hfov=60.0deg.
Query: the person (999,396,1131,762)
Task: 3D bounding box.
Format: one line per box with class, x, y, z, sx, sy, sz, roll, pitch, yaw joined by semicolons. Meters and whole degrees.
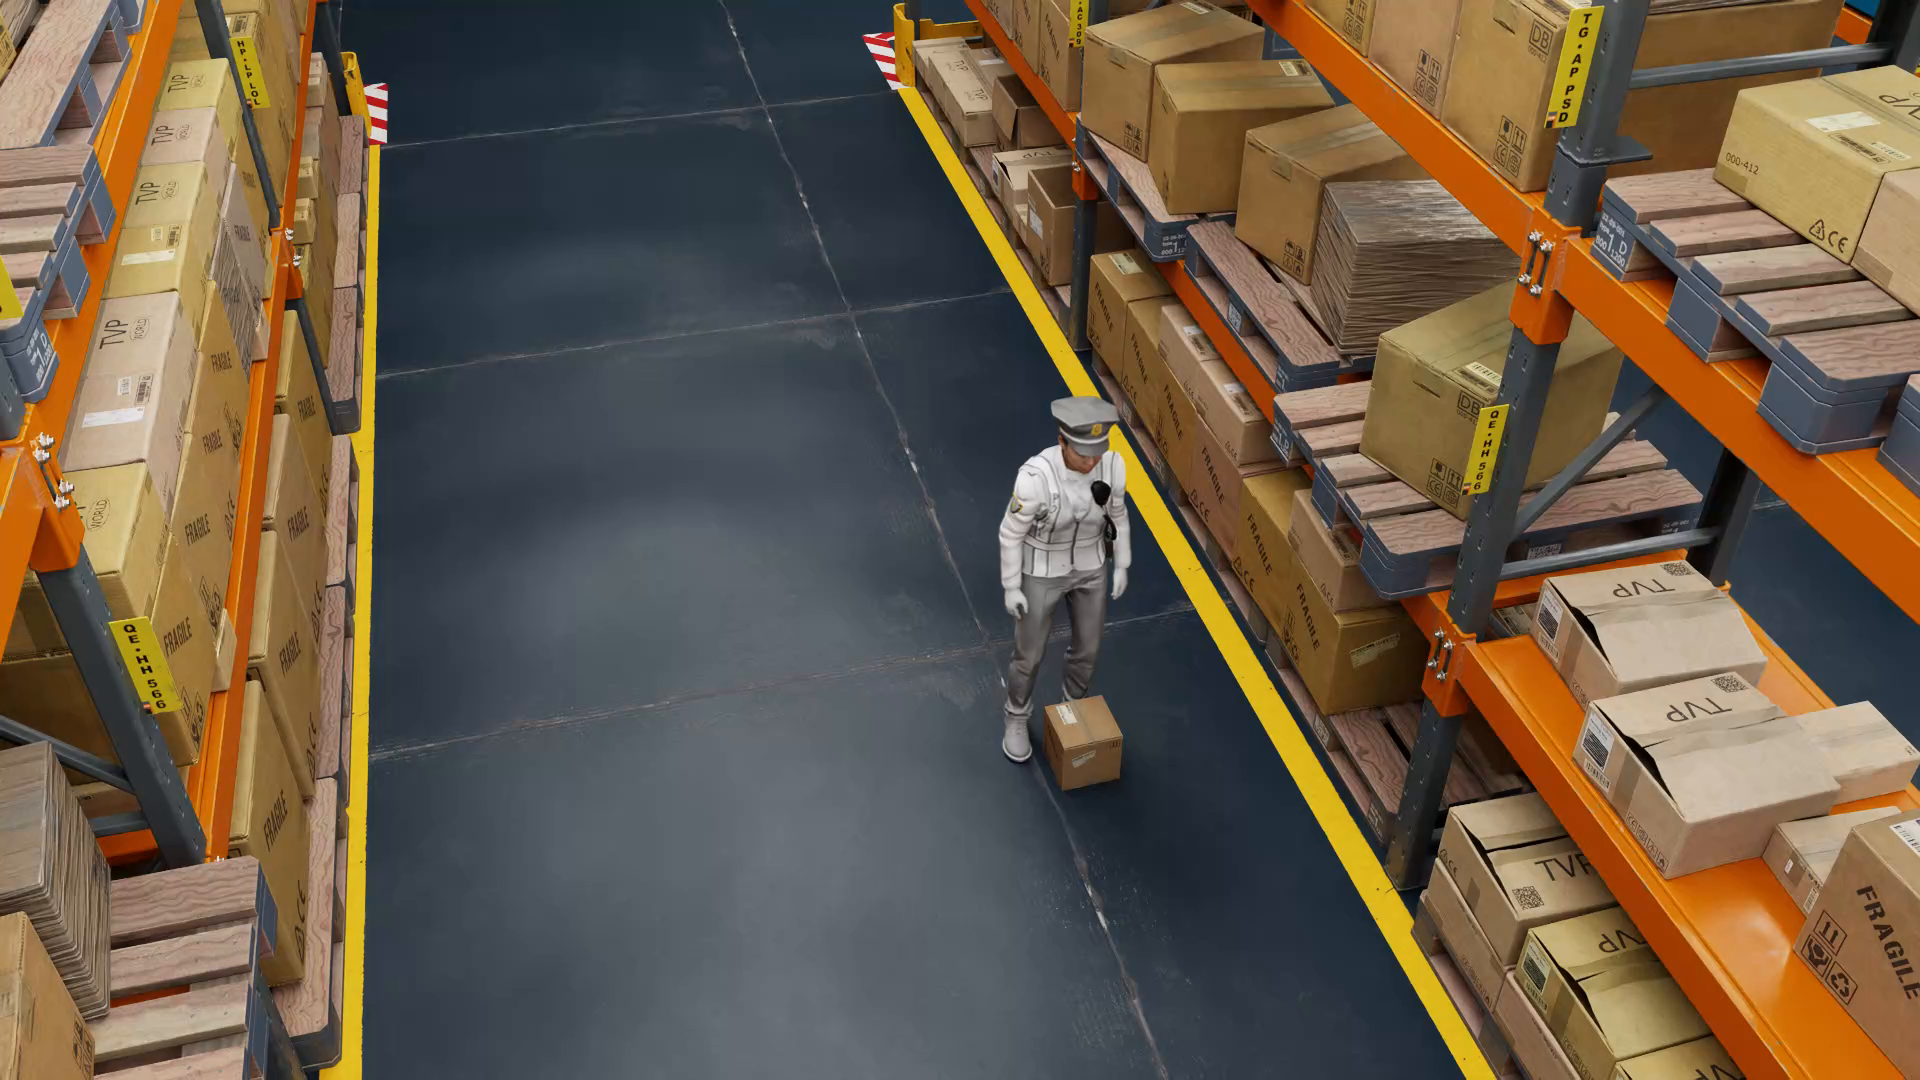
person;0.416;0.139;6.536;0.539;1.663;0.376;-10;40;-13
